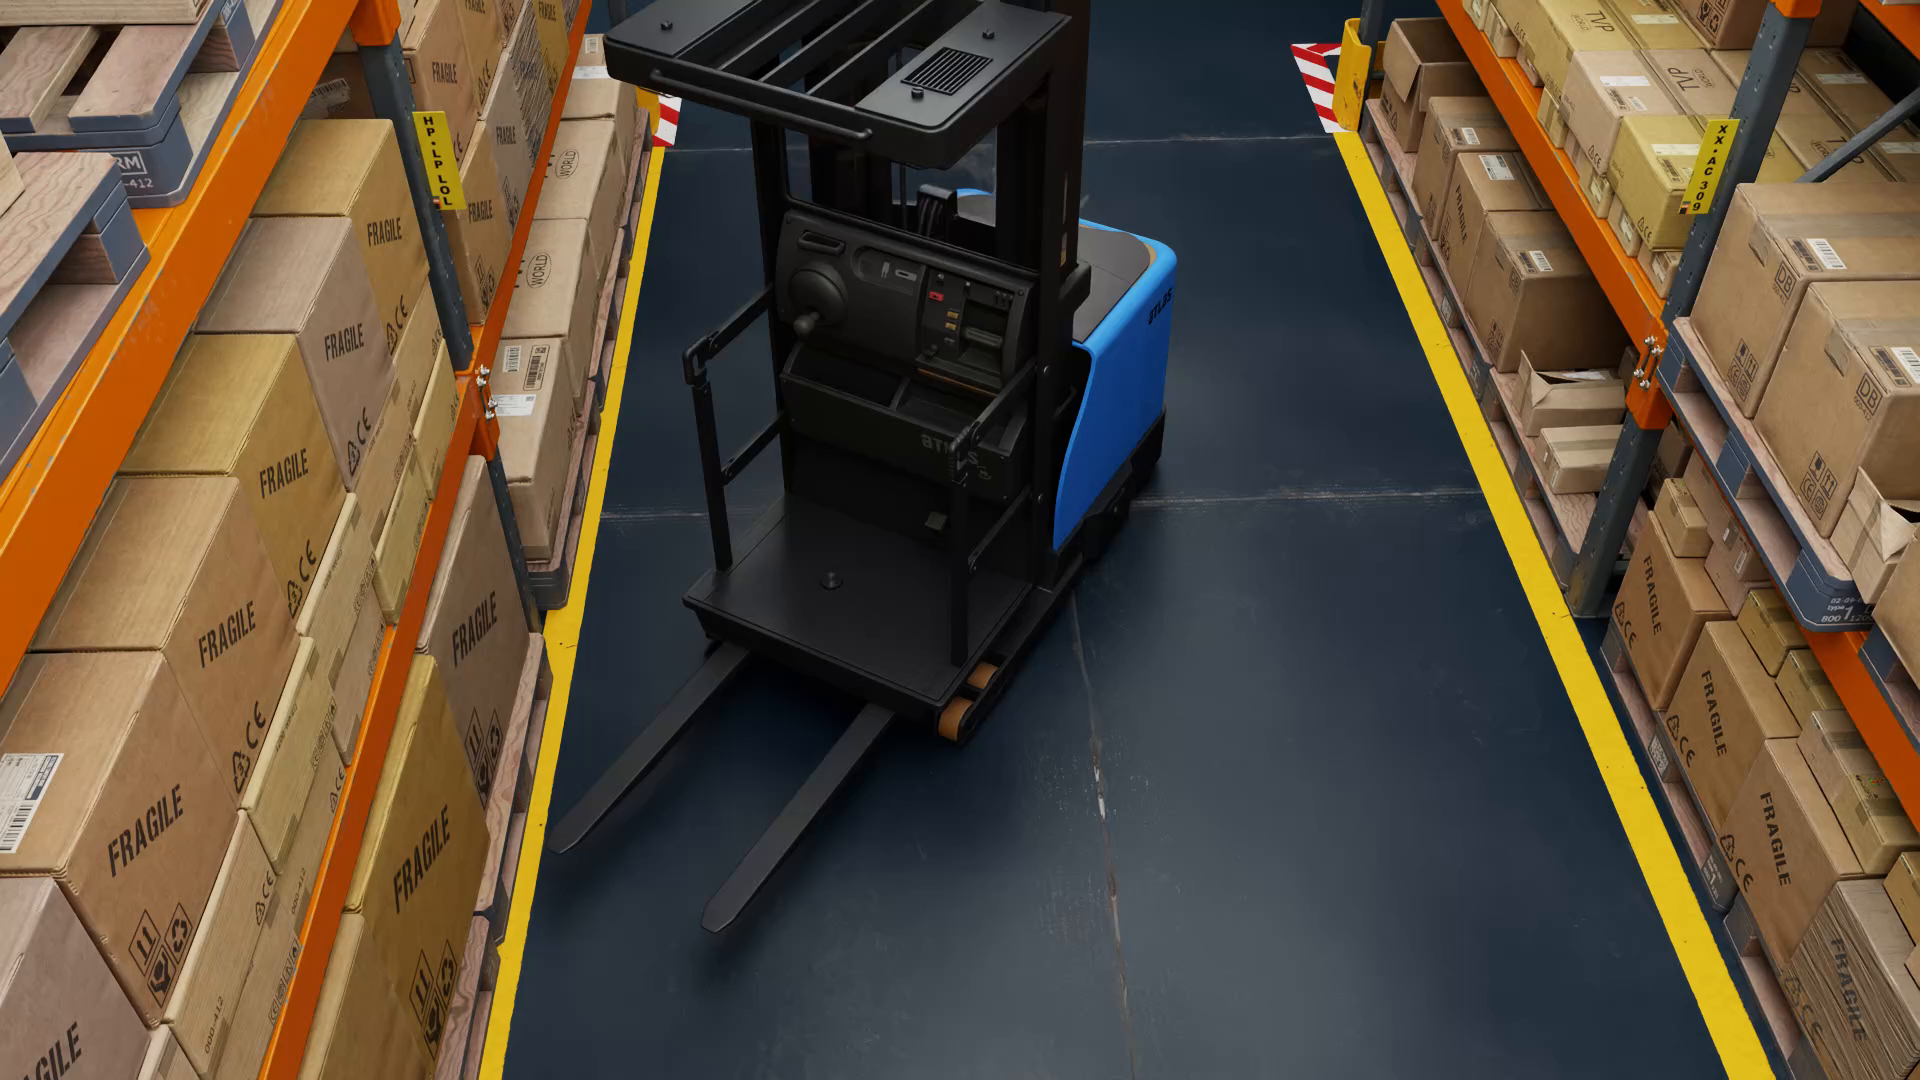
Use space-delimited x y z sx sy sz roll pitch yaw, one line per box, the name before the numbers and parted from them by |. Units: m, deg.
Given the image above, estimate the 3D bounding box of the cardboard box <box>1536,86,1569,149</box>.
cardboard box | 2.505 -1.669 6.537 0.380 0.149 0.250 -2 43 -2

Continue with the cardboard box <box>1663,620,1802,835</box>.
cardboard box | 2.690 0.605 5.410 0.500 0.500 0.500 -2 43 -2

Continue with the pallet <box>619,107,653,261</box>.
pallet | -2.155 -1.844 8.606 1.003 0.211 1.213 -2 43 -2

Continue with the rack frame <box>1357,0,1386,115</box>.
rack frame | 2.692 -3.555 8.408 1.000 3.000 0.127 -2 43 -2

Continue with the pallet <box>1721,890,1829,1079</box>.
pallet | 2.989 1.547 4.906 1.003 0.211 1.213 -2 43 -2

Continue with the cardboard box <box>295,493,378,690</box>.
cardboard box | -1.779 0.139 4.119 0.500 0.250 0.500 -1 43 -1

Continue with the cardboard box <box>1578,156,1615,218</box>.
cardboard box | 2.528 -1.320 6.156 0.380 0.149 0.250 -1 43 -1

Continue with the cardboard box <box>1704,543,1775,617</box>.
cardboard box | 2.700 0.108 5.471 0.380 0.149 0.250 -3 43 -3

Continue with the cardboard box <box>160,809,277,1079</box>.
cardboard box | -1.732 0.827 3.369 0.500 0.250 0.500 -2 43 -2

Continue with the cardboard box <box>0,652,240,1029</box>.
cardboard box | -1.741 0.561 3.104 0.500 0.500 0.500 -1 43 -1

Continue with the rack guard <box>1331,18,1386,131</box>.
rack guard | 2.695 -2.582 9.197 1.175 0.500 0.348 -2 43 -2

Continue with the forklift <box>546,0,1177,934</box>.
forklift | -0.305 -0.711 5.357 1.130 2.935 3.031 21 46 21

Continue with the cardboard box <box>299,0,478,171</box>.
cardboard box | -1.875 -1.443 5.290 0.500 0.500 0.500 -1 43 -2

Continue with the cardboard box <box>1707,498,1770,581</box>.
cardboard box | 2.670 -0.012 5.383 0.380 0.149 0.250 -4 43 -4

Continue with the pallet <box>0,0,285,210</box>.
pallet | -2.009 -1.127 3.681 0.805 0.209 1.217 -3 43 -4

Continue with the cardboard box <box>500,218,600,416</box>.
cardboard box | -2.055 -0.951 7.153 0.875 0.438 0.875 -3 43 -3

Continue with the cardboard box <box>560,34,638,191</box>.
cardboard box | -2.139 -2.177 8.491 0.875 0.438 0.875 -3 43 -3

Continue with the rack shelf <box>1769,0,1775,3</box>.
rack shelf | 2.777 -3.045 6.165 1.077 0.370 4.000 -2 43 -2

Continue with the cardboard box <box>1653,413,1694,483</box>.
cardboard box | 3.070 -0.471 6.723 0.500 0.311 0.500 0 43 0

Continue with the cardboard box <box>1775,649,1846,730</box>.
cardboard box | 2.748 0.465 5.081 0.380 0.149 0.250 -2 43 -3

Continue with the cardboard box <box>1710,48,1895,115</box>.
cardboard box | 3.082 -1.589 6.155 0.500 0.250 0.500 -2 43 -2

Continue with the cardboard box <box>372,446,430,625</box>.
cardboard box | -1.806 -0.014 4.657 0.500 0.250 0.500 -2 43 -2

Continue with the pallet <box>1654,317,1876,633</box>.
pallet | 2.787 -0.241 4.935 1.003 0.211 1.213 -2 43 -2

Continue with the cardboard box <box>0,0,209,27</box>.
cardboard box | -1.850 -1.348 3.536 0.500 0.311 0.500 -2 43 -2

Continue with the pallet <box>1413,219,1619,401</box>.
pallet | 2.779 -1.115 7.811 1.003 0.211 1.213 -2 43 -2

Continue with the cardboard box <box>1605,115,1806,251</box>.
cardboard box | 2.597 -1.245 5.780 0.500 0.250 0.500 -1 43 -1

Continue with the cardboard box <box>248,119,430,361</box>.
cardboard box | -1.827 -0.820 4.611 0.500 0.500 0.500 0 43 0

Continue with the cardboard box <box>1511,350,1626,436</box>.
cardboard box | 2.530 -0.610 6.908 0.396 0.266 0.258 0 43 0

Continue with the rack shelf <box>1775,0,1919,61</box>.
rack shelf | 2.947 -0.345 3.218 1.077 0.370 4.000 -2 43 -2

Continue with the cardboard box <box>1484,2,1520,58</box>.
cardboard box | 2.469 -2.184 7.099 0.380 0.149 0.250 -1 43 -1

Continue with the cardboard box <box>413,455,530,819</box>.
cardboard box | -1.991 0.335 5.426 0.875 0.875 0.875 0 43 0

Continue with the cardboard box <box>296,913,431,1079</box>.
cardboard box | -1.907 1.549 4.102 0.875 0.875 0.875 -1 43 -1

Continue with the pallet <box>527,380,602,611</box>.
pallet | -2.051 -0.197 6.809 1.003 0.211 1.213 -2 43 -2

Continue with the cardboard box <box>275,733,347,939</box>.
cardboard box | -1.777 0.675 3.904 0.500 0.250 0.500 -2 43 -2

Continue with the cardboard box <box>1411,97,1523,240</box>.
cardboard box | 2.621 -1.794 8.027 0.700 0.500 0.500 0 43 0

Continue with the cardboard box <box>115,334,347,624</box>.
cardboard box | -1.796 -0.128 3.856 0.500 0.500 0.500 0 43 0

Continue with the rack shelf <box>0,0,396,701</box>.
rack shelf | -2.012 -0.200 3.060 1.077 0.370 4.000 -2 43 -2

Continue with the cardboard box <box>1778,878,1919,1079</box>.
cardboard box | 2.723 1.292 4.660 0.500 0.500 0.500 -3 43 -3

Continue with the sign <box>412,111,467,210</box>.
sign | -1.555 -1.129 4.964 0.100 0.325 0.005 -2 43 -2

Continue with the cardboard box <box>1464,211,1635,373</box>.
cardboard box | 2.665 -1.093 7.262 0.700 0.500 0.500 -3 43 -3

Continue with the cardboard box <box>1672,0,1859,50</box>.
cardboard box | 3.065 -2.198 6.264 0.500 0.500 0.500 -3 43 -3

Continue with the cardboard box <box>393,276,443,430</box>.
cardboard box | -1.835 -0.548 4.868 0.500 0.250 0.500 -2 43 -2

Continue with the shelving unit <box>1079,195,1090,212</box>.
shelving unit | 0.317 -1.320 8.045 0.258 0.189 1.200 15 44 16

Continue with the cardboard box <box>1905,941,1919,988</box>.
cardboard box | 2.730 1.152 4.333 0.380 0.149 0.250 -4 43 -4

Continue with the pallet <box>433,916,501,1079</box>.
pallet | -1.934 1.663 4.779 1.003 0.211 1.213 -2 43 -2

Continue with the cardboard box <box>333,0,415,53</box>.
cardboard box | -1.851 -1.574 4.954 0.380 0.149 0.250 -2 43 -2

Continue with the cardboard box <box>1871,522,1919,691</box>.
cardboard box | 2.714 0.167 3.964 0.700 0.500 0.500 -2 43 -2

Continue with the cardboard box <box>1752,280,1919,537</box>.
cardboard box | 2.681 -0.363 4.542 0.700 0.500 0.500 -1 43 -1

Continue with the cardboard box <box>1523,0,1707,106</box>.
cardboard box | 2.553 -1.920 6.516 0.500 0.250 0.500 -2 43 -2

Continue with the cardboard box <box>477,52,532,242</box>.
cardboard box | -1.873 -1.410 5.995 0.500 0.500 0.500 -1 43 -2

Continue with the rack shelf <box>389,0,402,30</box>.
rack shelf | -2.182 -2.900 6.006 1.077 0.370 4.000 -2 43 -2

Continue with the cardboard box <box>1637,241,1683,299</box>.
cardboard box | 2.596 -0.970 5.774 0.380 0.149 0.250 -1 43 -1

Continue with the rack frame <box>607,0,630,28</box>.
rack frame | -2.267 -3.410 8.250 1.000 3.000 0.127 -2 43 -2

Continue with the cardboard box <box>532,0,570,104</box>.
cardboard box | -1.909 -2.094 6.741 0.500 0.500 0.500 0 43 -1

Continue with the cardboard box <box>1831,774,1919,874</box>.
cardboard box | 2.729 0.803 4.713 0.380 0.149 0.250 0 43 0

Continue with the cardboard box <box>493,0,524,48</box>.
cardboard box | -1.901 -2.130 6.040 0.500 0.500 0.500 -1 43 -1
